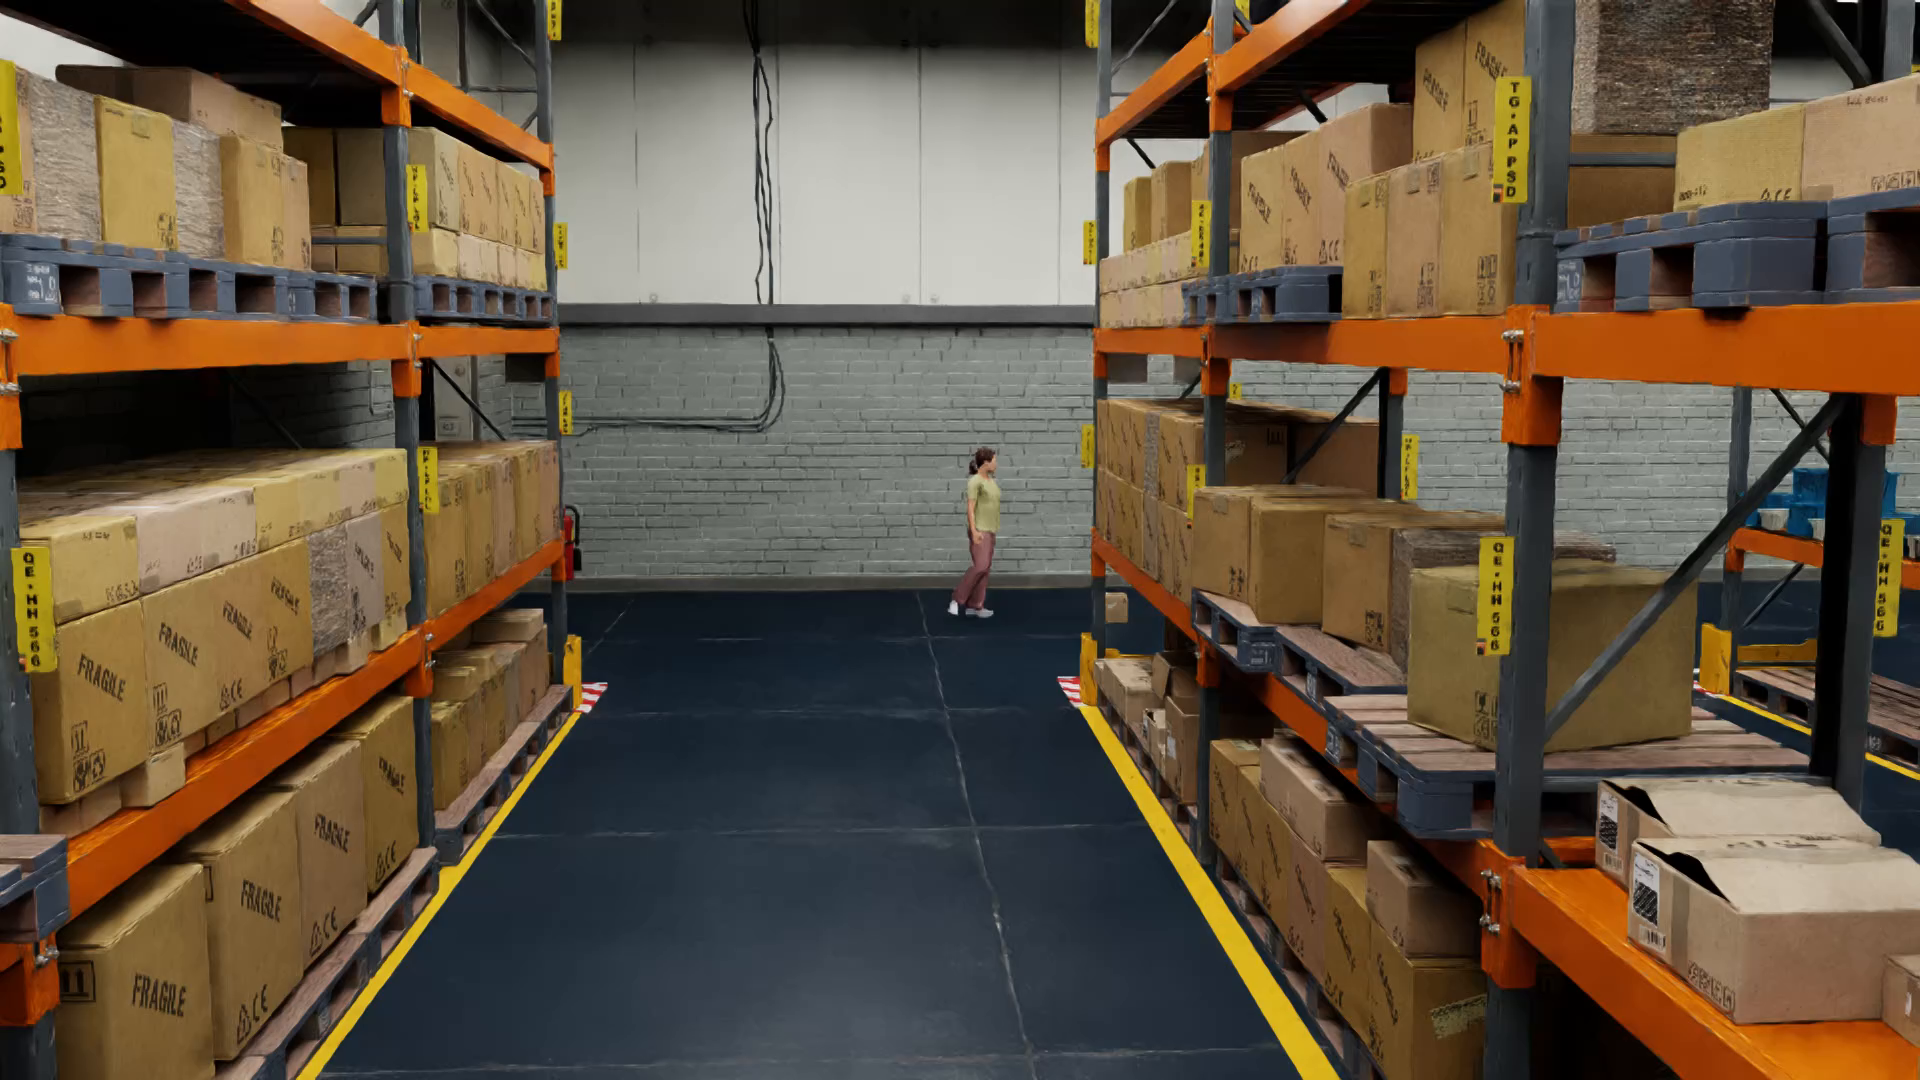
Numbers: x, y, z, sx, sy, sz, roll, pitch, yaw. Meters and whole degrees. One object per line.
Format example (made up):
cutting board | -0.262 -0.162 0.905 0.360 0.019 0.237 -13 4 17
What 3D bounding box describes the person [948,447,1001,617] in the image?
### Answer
person | 0.141 -0.073 16.230 0.431 1.663 0.628 4 8 30
